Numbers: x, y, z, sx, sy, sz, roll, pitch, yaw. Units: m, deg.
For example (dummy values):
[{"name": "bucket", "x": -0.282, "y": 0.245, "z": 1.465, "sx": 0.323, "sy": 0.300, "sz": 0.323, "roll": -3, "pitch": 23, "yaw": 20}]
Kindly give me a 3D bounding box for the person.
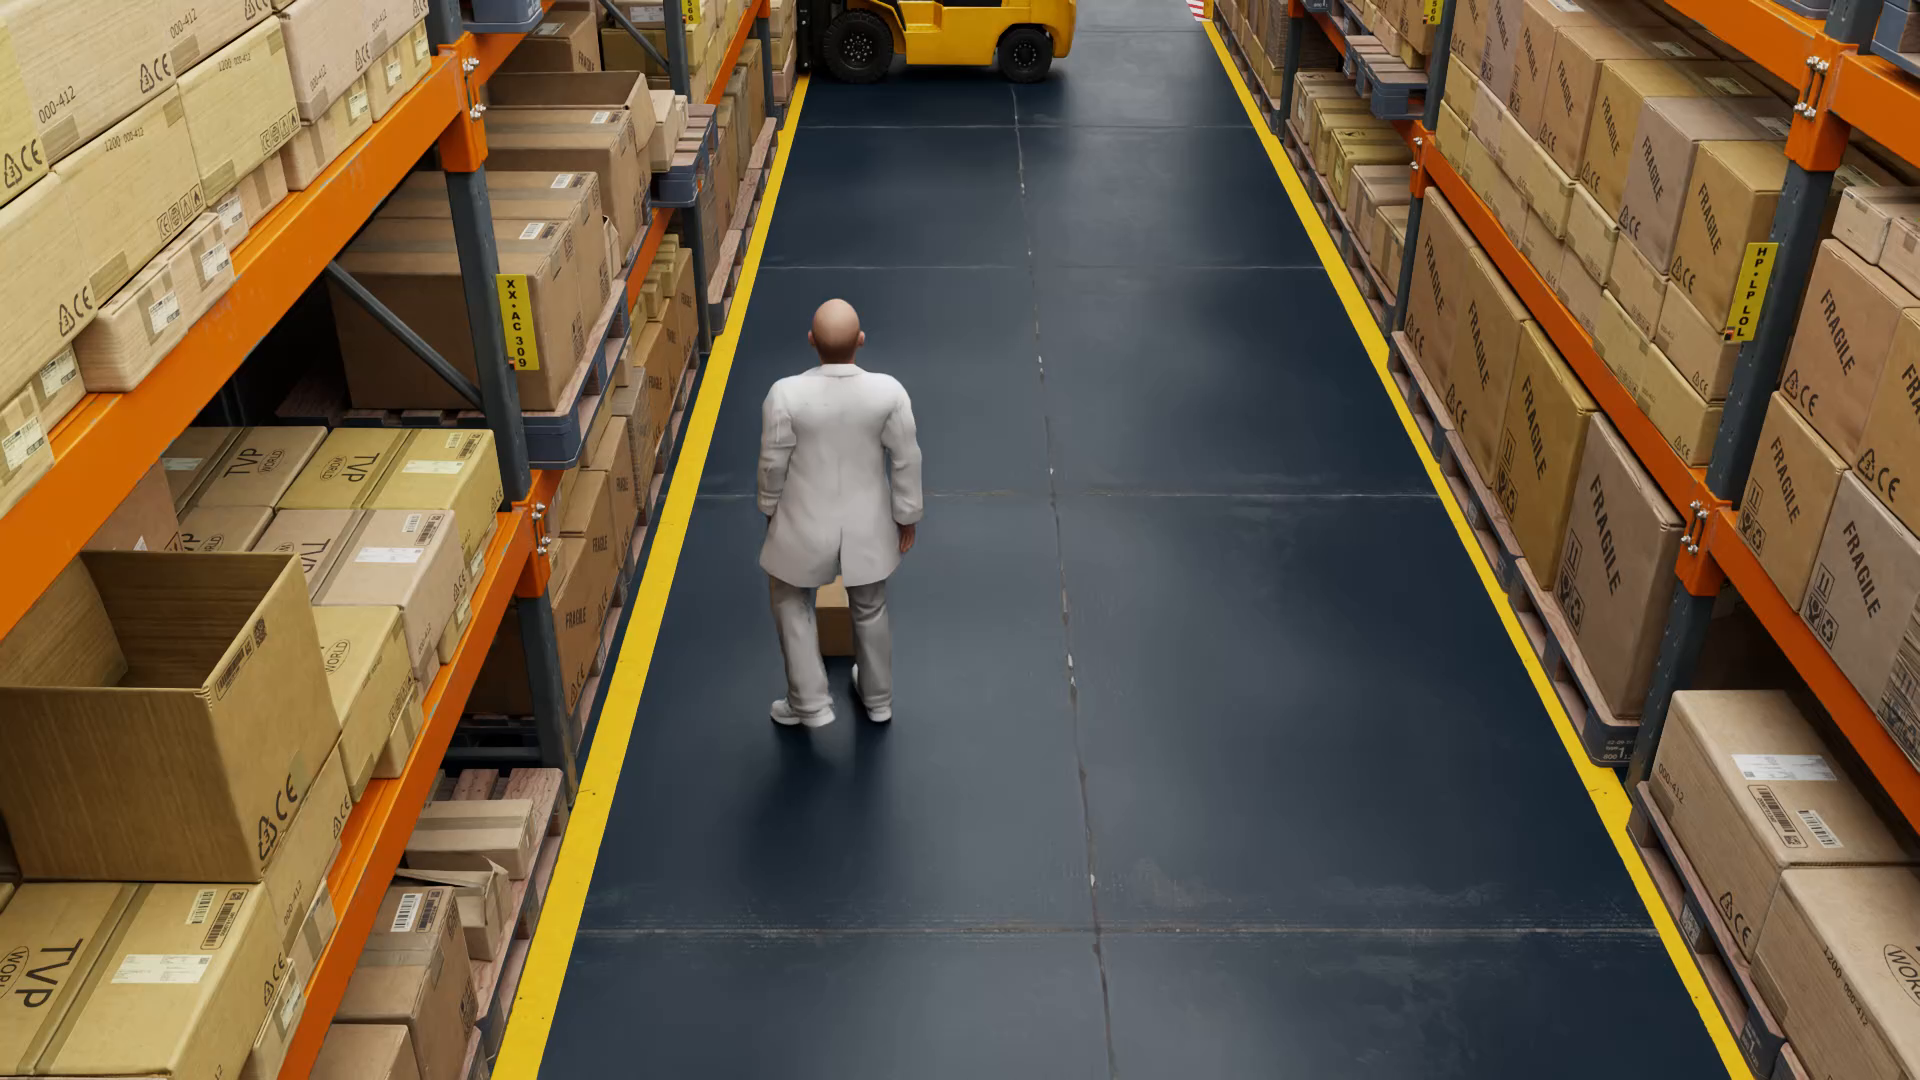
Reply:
[{"name": "person", "x": -0.454, "y": -0.078, "z": 6.259, "sx": 0.623, "sy": 1.804, "sz": 0.460, "roll": -7, "pitch": 32, "yaw": -12}]
